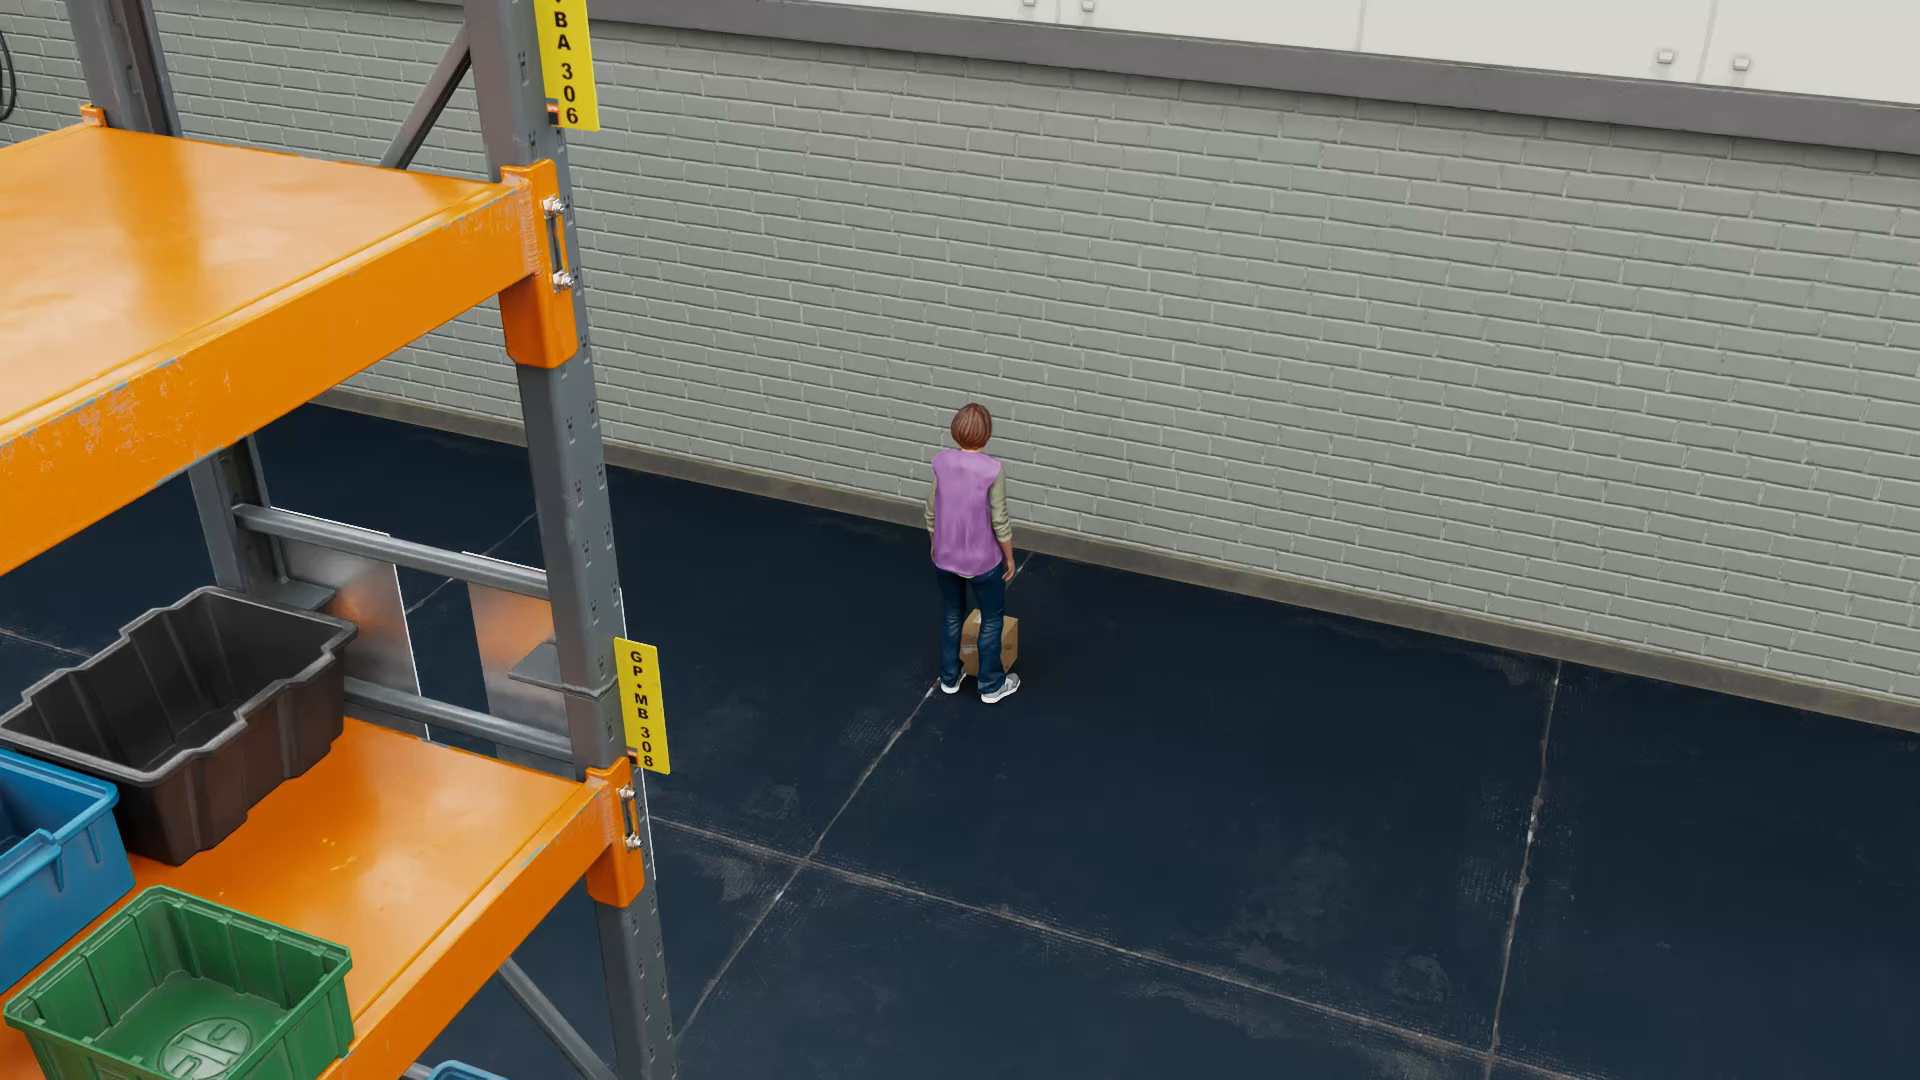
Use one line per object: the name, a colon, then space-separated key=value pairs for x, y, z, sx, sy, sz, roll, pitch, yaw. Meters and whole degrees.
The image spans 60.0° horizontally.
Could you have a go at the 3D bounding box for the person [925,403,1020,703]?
person: x=0.051 y=0.082 z=8.255 sx=0.465 sy=1.593 sz=0.348 roll=13 pitch=33 yaw=22
